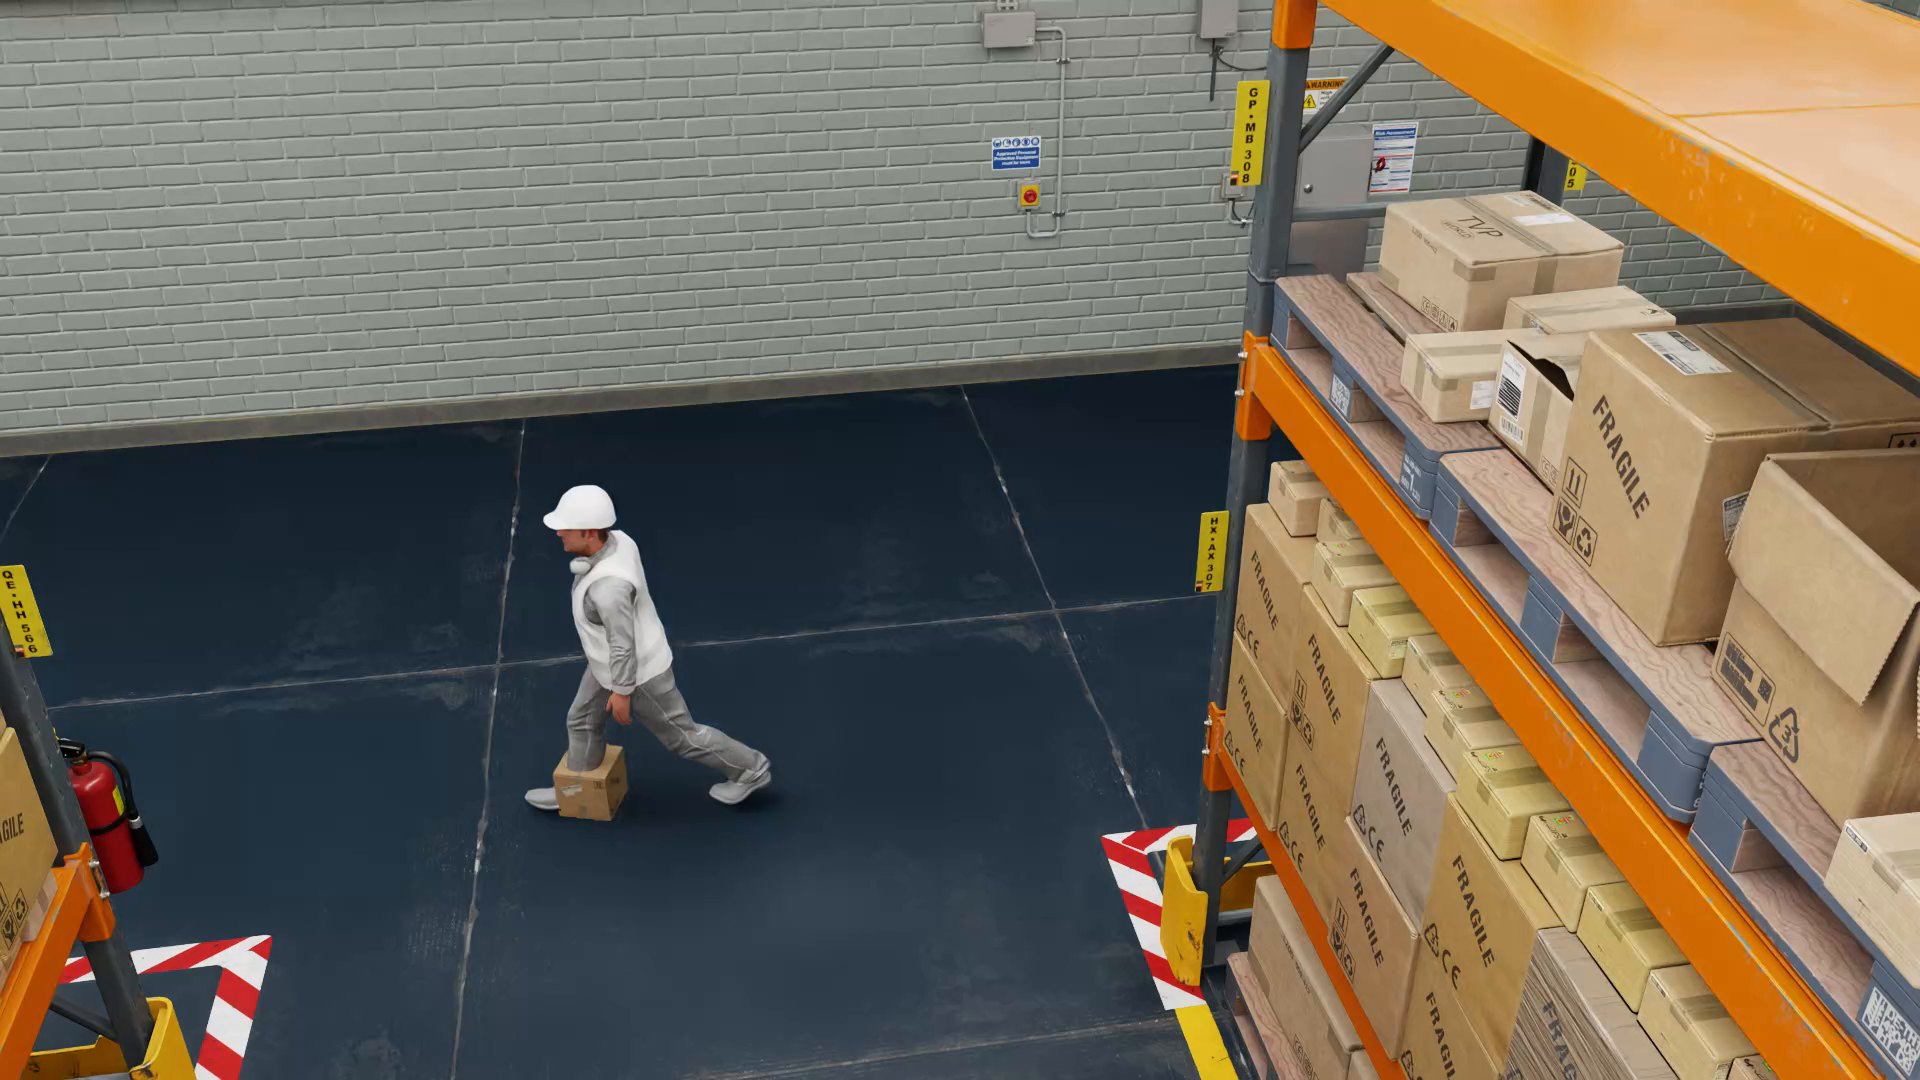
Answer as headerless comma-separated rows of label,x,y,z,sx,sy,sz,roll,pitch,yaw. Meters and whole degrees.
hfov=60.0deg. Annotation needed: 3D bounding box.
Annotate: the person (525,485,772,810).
person,-1.428,0.520,7.282,1.112,1.712,0.552,-9,32,-14
